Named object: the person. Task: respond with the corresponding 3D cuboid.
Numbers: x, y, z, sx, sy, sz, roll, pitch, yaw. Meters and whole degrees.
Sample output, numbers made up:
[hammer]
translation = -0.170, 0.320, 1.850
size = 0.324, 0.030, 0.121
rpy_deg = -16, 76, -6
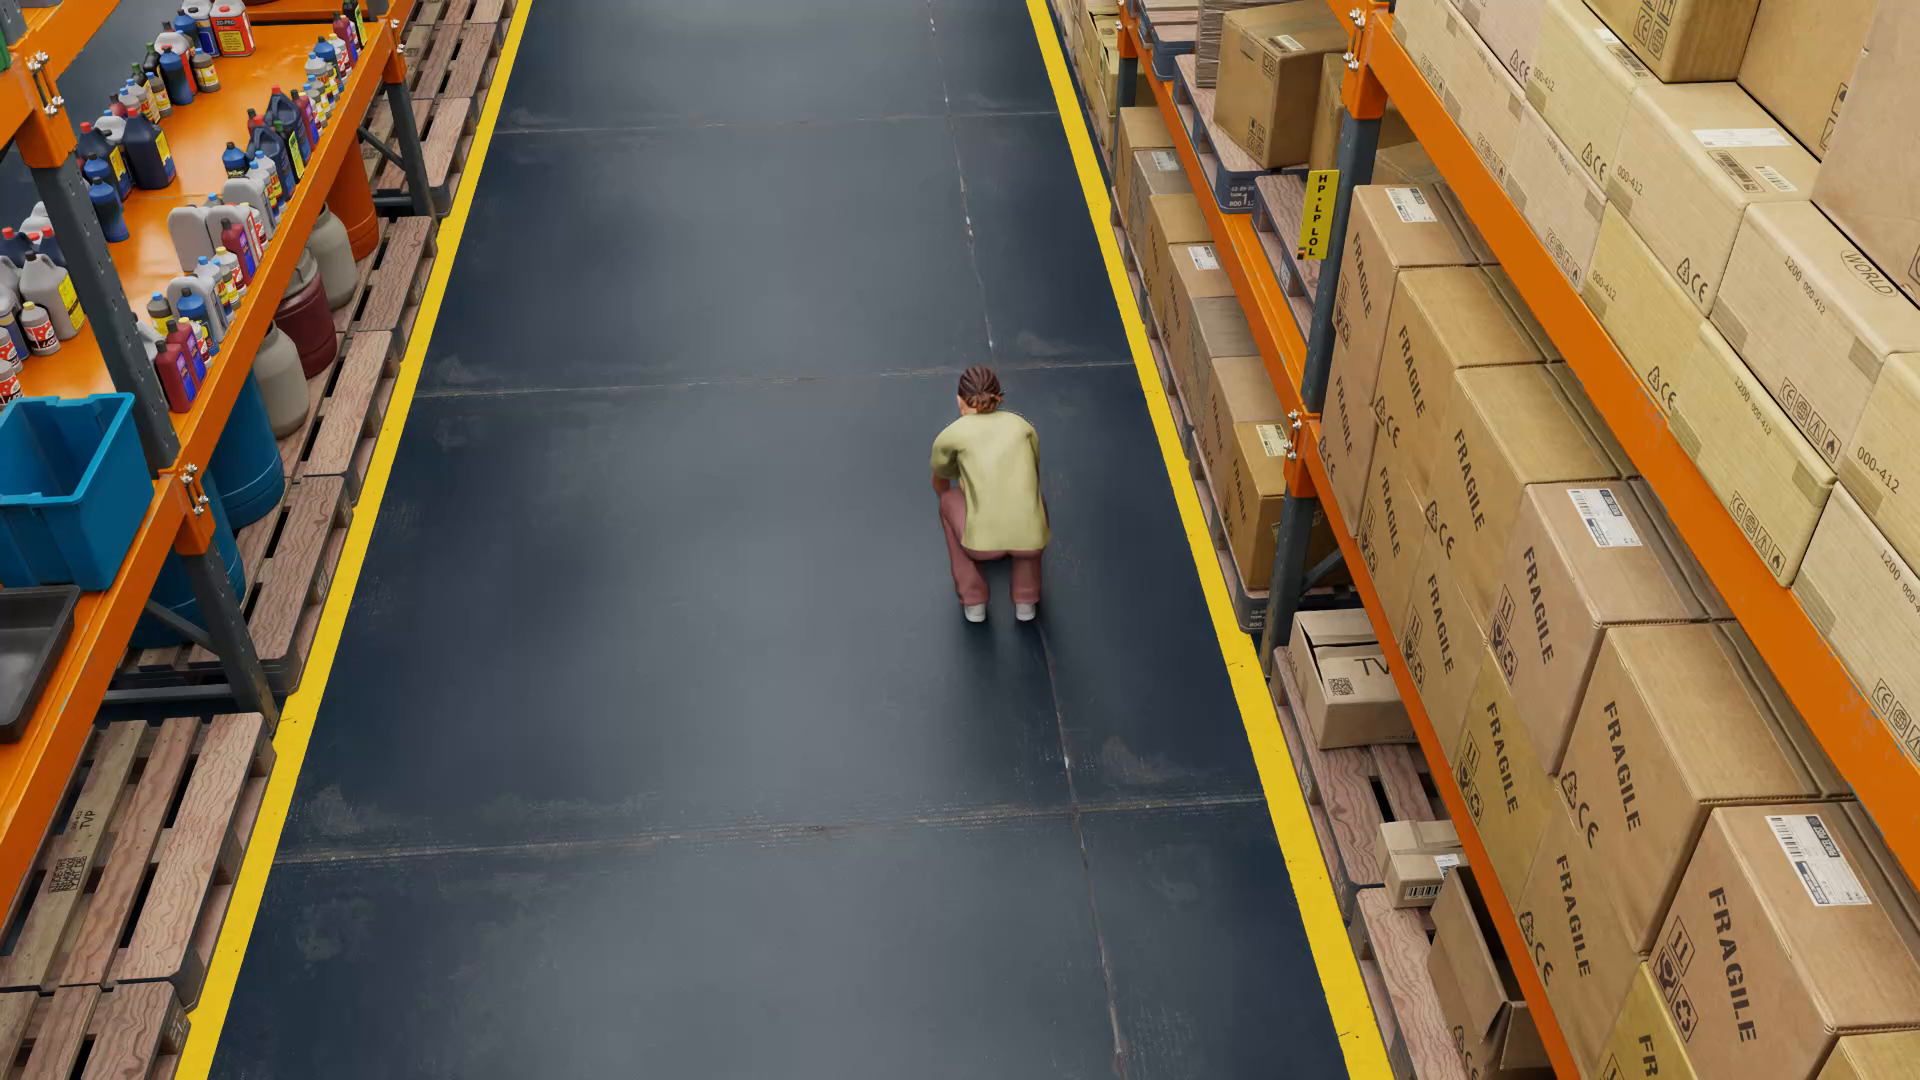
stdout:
[person]
translation = 0.128, -0.166, 6.952
size = 0.490, 0.929, 0.794
rpy_deg = -3, 39, -3
